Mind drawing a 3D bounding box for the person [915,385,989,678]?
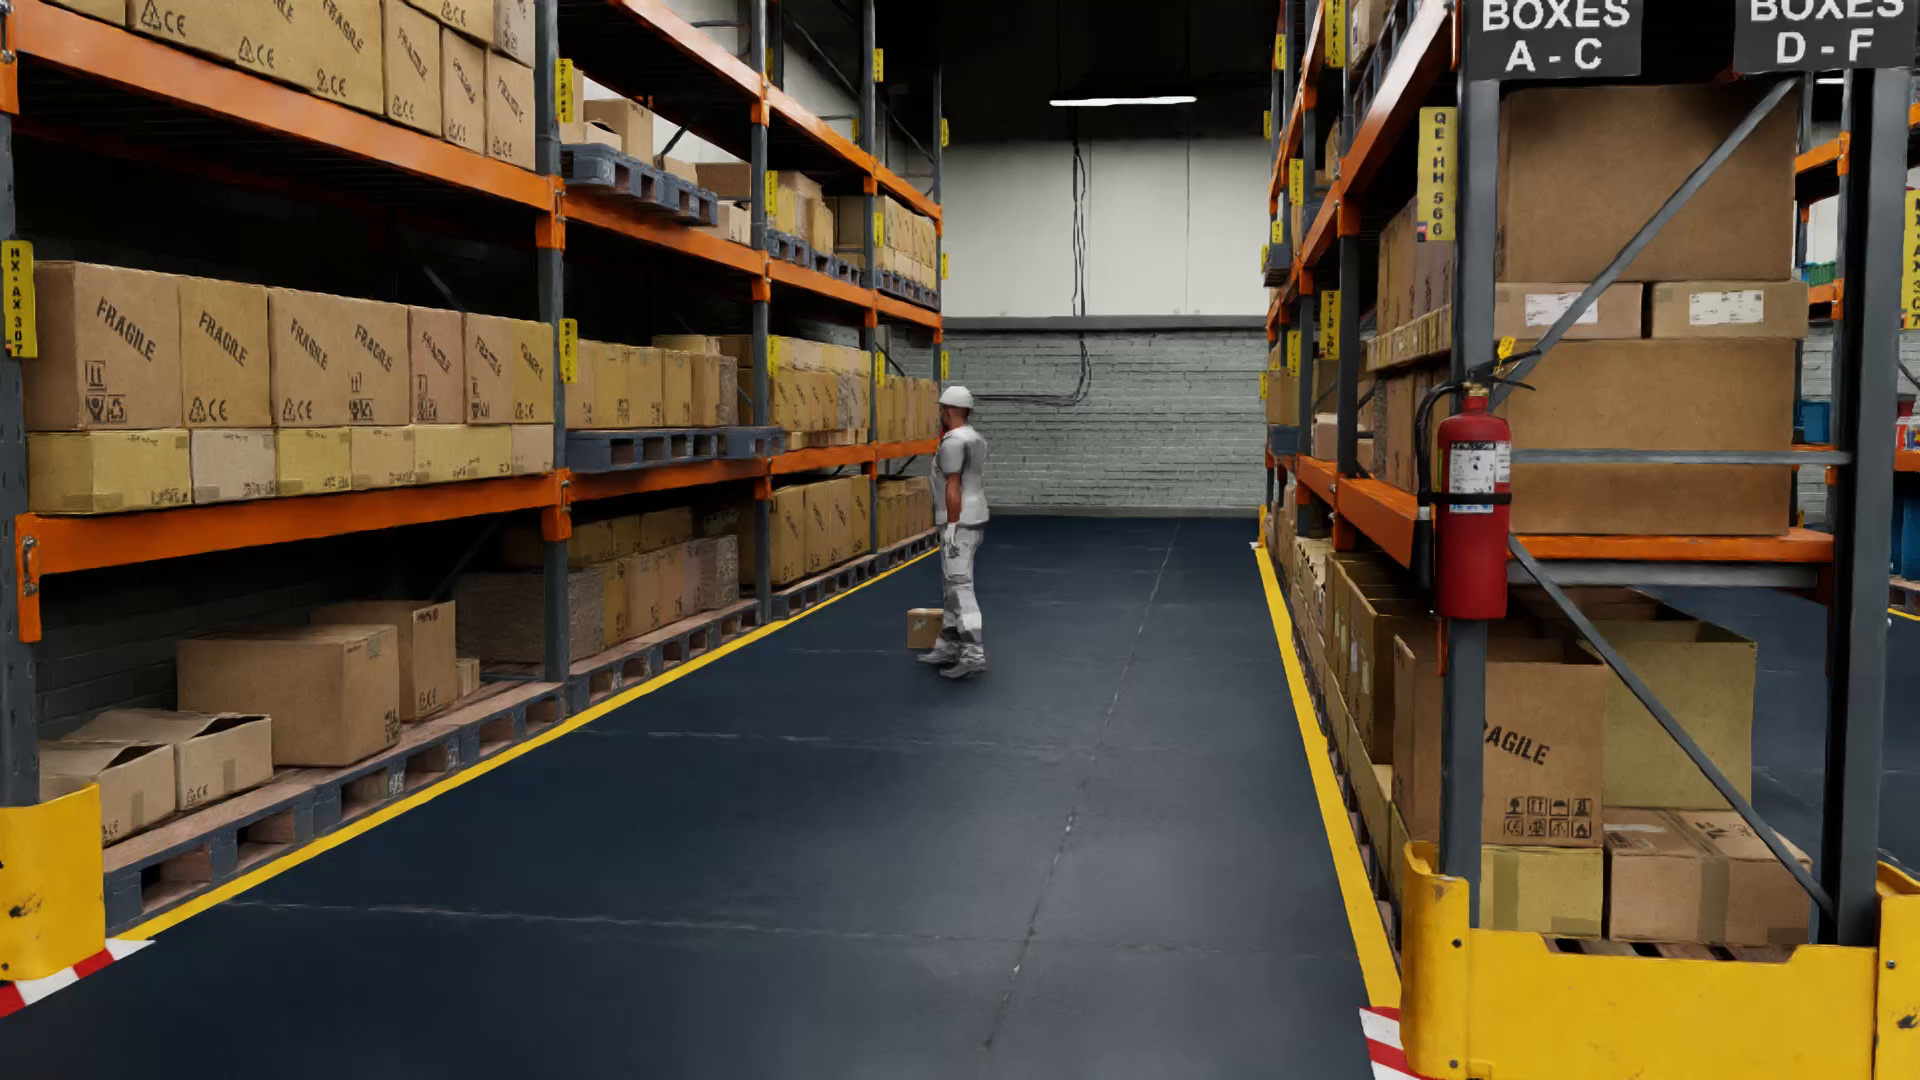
[{"bbox_3d":[-0.039,-0.065,10.308,0.551,1.783,0.644,1,5,15],"label":"person"}]
